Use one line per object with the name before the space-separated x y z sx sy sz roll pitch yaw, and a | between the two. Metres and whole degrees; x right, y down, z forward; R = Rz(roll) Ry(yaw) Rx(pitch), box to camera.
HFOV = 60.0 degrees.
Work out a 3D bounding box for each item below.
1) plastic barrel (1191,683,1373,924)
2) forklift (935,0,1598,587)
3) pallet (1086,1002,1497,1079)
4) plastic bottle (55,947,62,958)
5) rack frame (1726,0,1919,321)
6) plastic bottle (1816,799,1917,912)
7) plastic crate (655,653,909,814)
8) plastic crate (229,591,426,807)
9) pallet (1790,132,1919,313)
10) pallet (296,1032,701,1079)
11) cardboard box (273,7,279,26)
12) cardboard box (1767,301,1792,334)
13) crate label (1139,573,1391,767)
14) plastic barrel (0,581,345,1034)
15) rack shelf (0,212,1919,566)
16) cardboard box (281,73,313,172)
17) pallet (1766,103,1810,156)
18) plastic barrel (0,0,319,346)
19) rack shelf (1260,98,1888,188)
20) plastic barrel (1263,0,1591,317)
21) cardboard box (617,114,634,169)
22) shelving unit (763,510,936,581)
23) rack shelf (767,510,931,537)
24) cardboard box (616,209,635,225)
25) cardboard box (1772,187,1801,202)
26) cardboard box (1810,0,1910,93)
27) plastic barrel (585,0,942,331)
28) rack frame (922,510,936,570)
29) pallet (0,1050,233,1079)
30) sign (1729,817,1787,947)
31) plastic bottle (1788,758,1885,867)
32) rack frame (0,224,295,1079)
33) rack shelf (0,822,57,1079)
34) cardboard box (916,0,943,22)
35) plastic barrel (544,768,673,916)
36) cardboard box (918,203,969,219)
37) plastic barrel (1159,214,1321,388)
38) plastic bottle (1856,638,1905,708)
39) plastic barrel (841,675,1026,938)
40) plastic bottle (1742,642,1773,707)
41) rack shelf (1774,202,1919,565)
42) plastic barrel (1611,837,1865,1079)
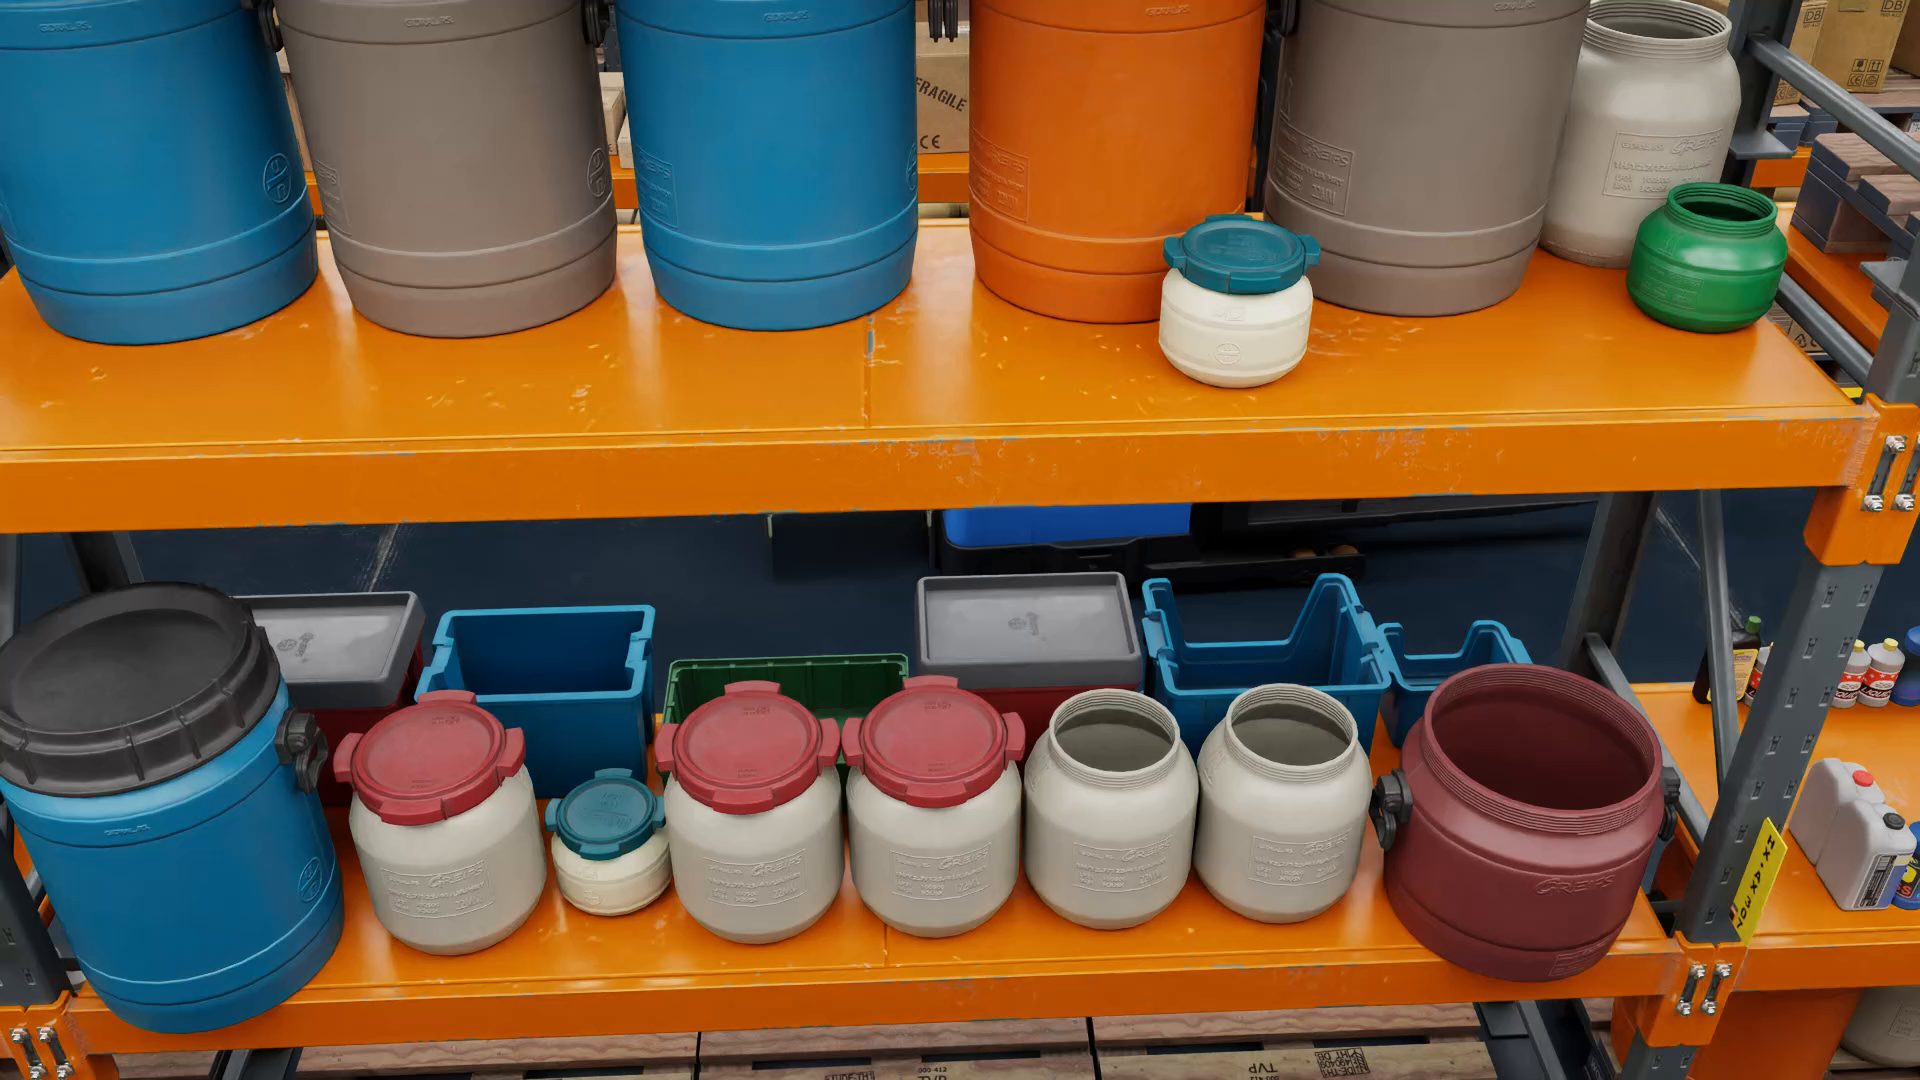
plastic barrel | 0.785 0.648 4.080 0.421 0.512 0.421 0 35 0
forklift | 1.388 -1.298 7.049 3.031 2.935 1.130 -4 35 -5
pallet | 1.026 1.690 5.122 1.213 0.211 1.003 -2 35 -2
plastic bottle | -2.854 1.375 5.134 0.135 0.276 0.152 0 35 0
rack frame | 1.802 -1.922 2.620 0.127 3.000 1.000 -2 35 -2
plastic bottle | 2.250 0.768 4.114 0.135 0.276 0.152 -2 35 -2
plastic crate | -0.467 0.532 4.531 0.662 0.188 0.450 -2 35 -2
plastic crate | -1.724 0.439 4.423 0.583 0.464 0.402 -2 35 -2
pallet | 2.571 -0.576 3.477 1.213 0.211 1.003 -2 35 -2
pallet | -1.411 1.756 5.027 1.213 0.211 1.003 -2 35 -2
cardboard box | -3.372 -2.708 7.799 0.500 0.500 0.700 -2 35 -2
cardboard box | 4.092 -1.334 8.852 0.500 0.500 0.500 -1 35 -2
crate label | 0.797 0.403 4.501 0.616 0.435 0.502 -2 35 -2
plastic barrel | -1.793 0.608 3.795 0.708 0.901 0.600 -2 35 -2
rack shelf | -0.196 -0.339 3.600 4.000 0.370 1.077 -2 35 -2
cardboard box | -3.394 -2.171 8.163 0.500 0.500 0.700 -2 35 -3
pallet | 3.514 -2.247 8.530 1.213 0.211 1.003 -2 35 -2
plastic barrel | -1.696 -0.924 3.373 0.708 0.901 0.600 -2 35 -2
rack shelf | 3.569 -2.029 8.678 4.000 0.370 1.077 -2 35 -2
plastic barrel | 0.971 -0.996 3.477 0.600 0.901 0.600 0 35 0
cardboard box | -1.529 -1.968 8.178 0.250 0.149 0.380 -2 35 -2
shelving unit | -0.509 -0.571 7.257 0.755 1.500 0.431 -4 35 -5
rack shelf | -0.509 -0.303 7.443 0.720 0.370 0.431 -4 35 -5
cardboard box | -2.033 -1.610 8.995 0.500 0.311 0.500 -2 35 -2
cardboard box | 4.540 -1.637 9.289 0.500 0.500 0.500 -1 35 -2
cardboard box | 4.399 -2.652 8.490 0.500 0.500 0.700 4 35 5
plastic barrel | -0.389 -0.959 3.424 0.708 0.901 0.600 -2 35 -2
rack frame | -0.145 -0.595 7.292 0.023 1.500 0.400 -4 35 -5
pallet | -2.866 1.793 4.973 1.213 0.211 1.003 -2 35 -2
sign | 1.835 0.790 3.829 0.005 0.325 0.100 -2 35 -2
plastic bottle | 2.242 0.681 4.239 0.135 0.276 0.152 -2 35 -2
rack frame | -2.193 0.652 4.171 0.127 3.000 1.000 -2 35 -2
rack shelf | -4.191 1.002 4.298 4.000 0.370 1.077 -2 35 -2
cardboard box | -0.399 -4.214 13.013 0.500 0.500 0.700 -2 35 -2
plastic barrel | -0.864 0.761 4.136 0.301 0.262 0.301 0 35 0
cardboard box | 0.000 -1.665 9.075 0.500 0.311 0.500 -2 35 -4
plastic barrel | 0.543 -0.465 3.272 0.301 0.262 0.301 0 35 0
plastic bottle | 2.630 0.371 4.752 0.097 0.201 0.097 0 35 0
plastic barrel | -0.062 0.664 4.035 0.433 0.535 0.433 0 35 0
plastic bottle | 2.302 0.380 4.739 0.097 0.201 0.097 0 35 0
rack shelf | 3.800 -0.447 3.756 4.000 0.370 1.077 -2 35 -2
plastic barrel | 2.290 1.241 4.858 0.708 0.830 0.600 -2 35 -2
